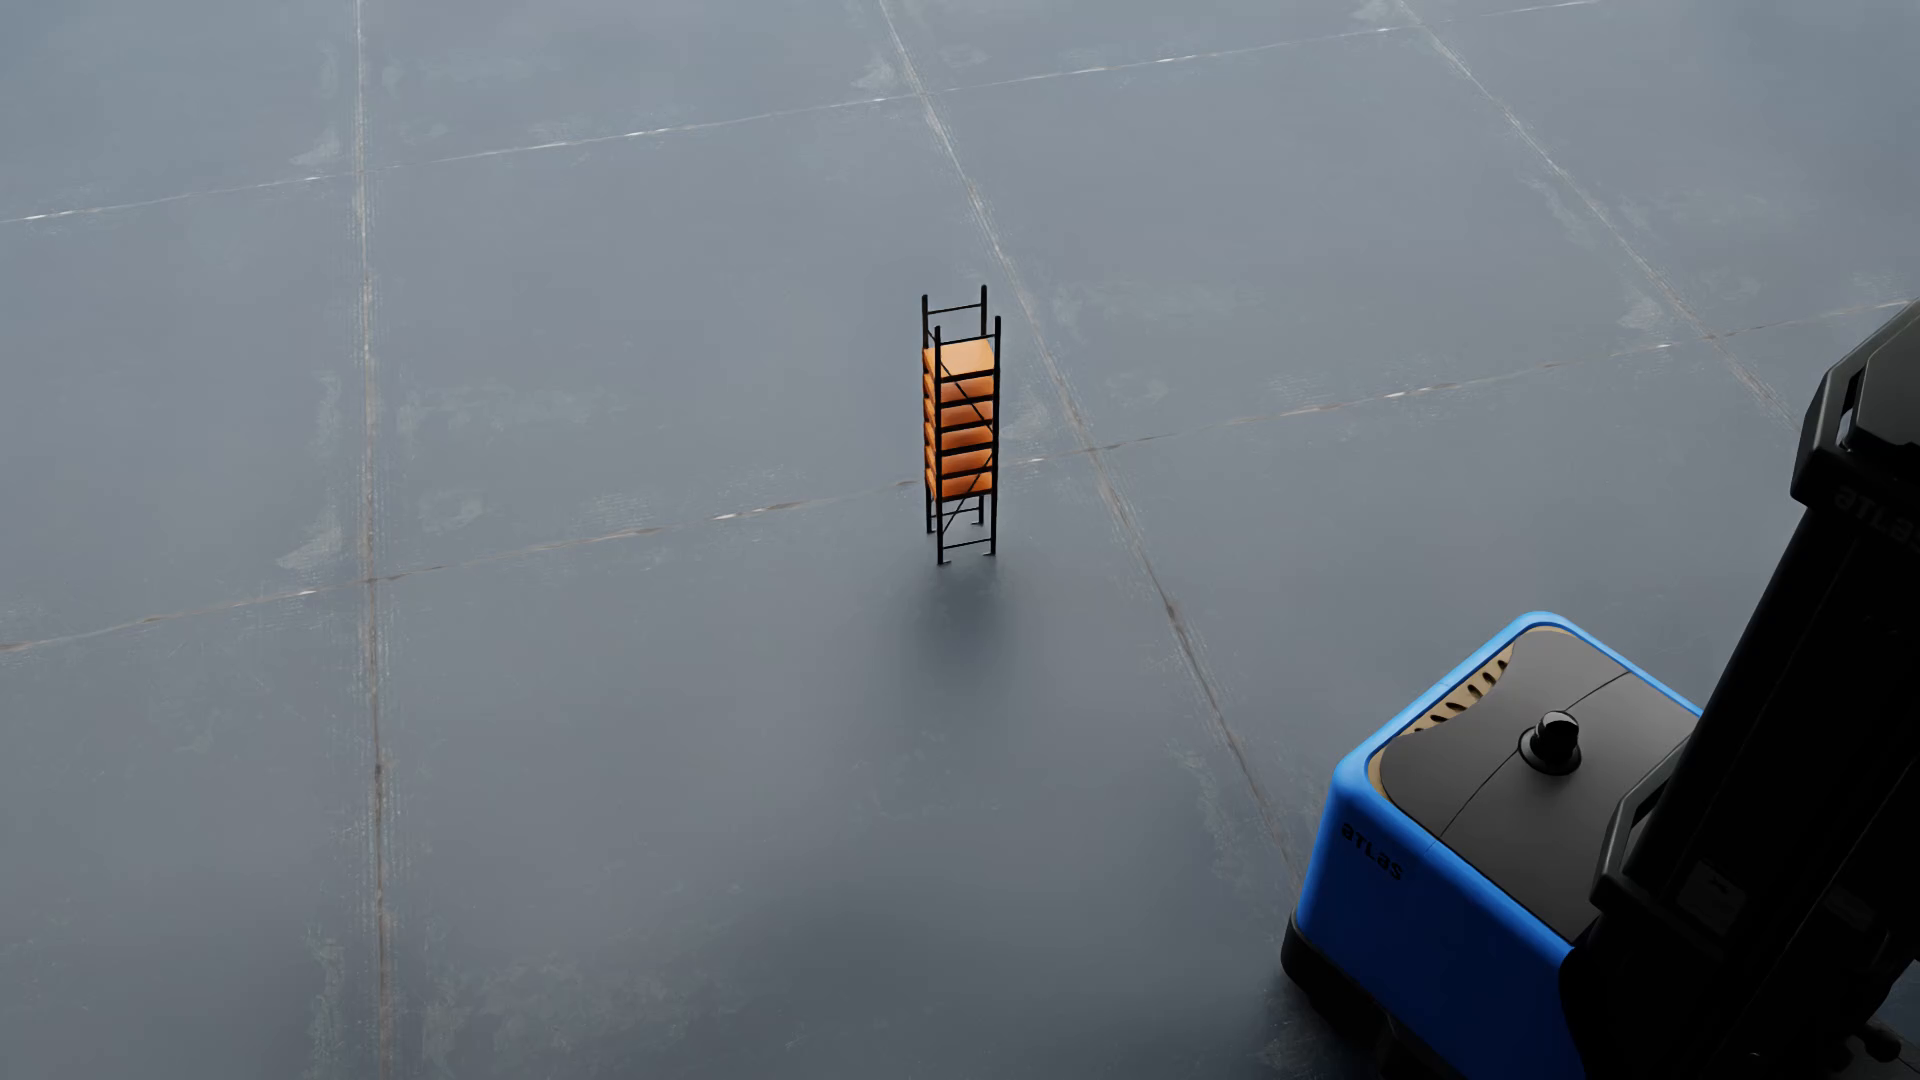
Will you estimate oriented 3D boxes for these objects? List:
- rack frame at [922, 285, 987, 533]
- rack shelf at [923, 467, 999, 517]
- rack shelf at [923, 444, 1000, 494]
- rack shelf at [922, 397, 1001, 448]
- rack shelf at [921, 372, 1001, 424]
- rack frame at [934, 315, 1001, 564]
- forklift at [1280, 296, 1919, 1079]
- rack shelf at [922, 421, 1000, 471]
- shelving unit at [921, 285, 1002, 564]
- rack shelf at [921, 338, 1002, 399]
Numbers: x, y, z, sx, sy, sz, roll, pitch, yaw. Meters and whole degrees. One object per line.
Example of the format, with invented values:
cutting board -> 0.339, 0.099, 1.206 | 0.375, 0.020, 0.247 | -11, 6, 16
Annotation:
rack frame -> -0.020, -0.473, 6.374 | 0.240, 1.200, 0.006 | -11, 47, -10
rack shelf -> 0.004, -0.211, 6.515 | 0.258, 0.103, 0.180 | -11, 47, -10
rack shelf -> 0.004, -0.295, 6.429 | 0.258, 0.103, 0.180 | -11, 47, -10
rack shelf -> 0.004, -0.463, 6.258 | 0.258, 0.103, 0.180 | -11, 47, -10
rack shelf -> 0.004, -0.547, 6.172 | 0.258, 0.103, 0.180 | -11, 47, -10
rack frame -> 0.027, -0.347, 6.250 | 0.240, 1.200, 0.006 | -11, 47, -10
forklift -> 2.369, 0.939, 3.778 | 1.130, 2.935, 3.031 | -32, 53, -27
rack shelf -> 0.004, -0.379, 6.343 | 0.258, 0.103, 0.180 | -11, 47, -10
shelving unit -> 0.004, -0.410, 6.312 | 0.258, 1.200, 0.189 | -11, 47, -10
rack shelf -> 0.004, -0.631, 6.086 | 0.258, 0.103, 0.180 | -11, 47, -10
